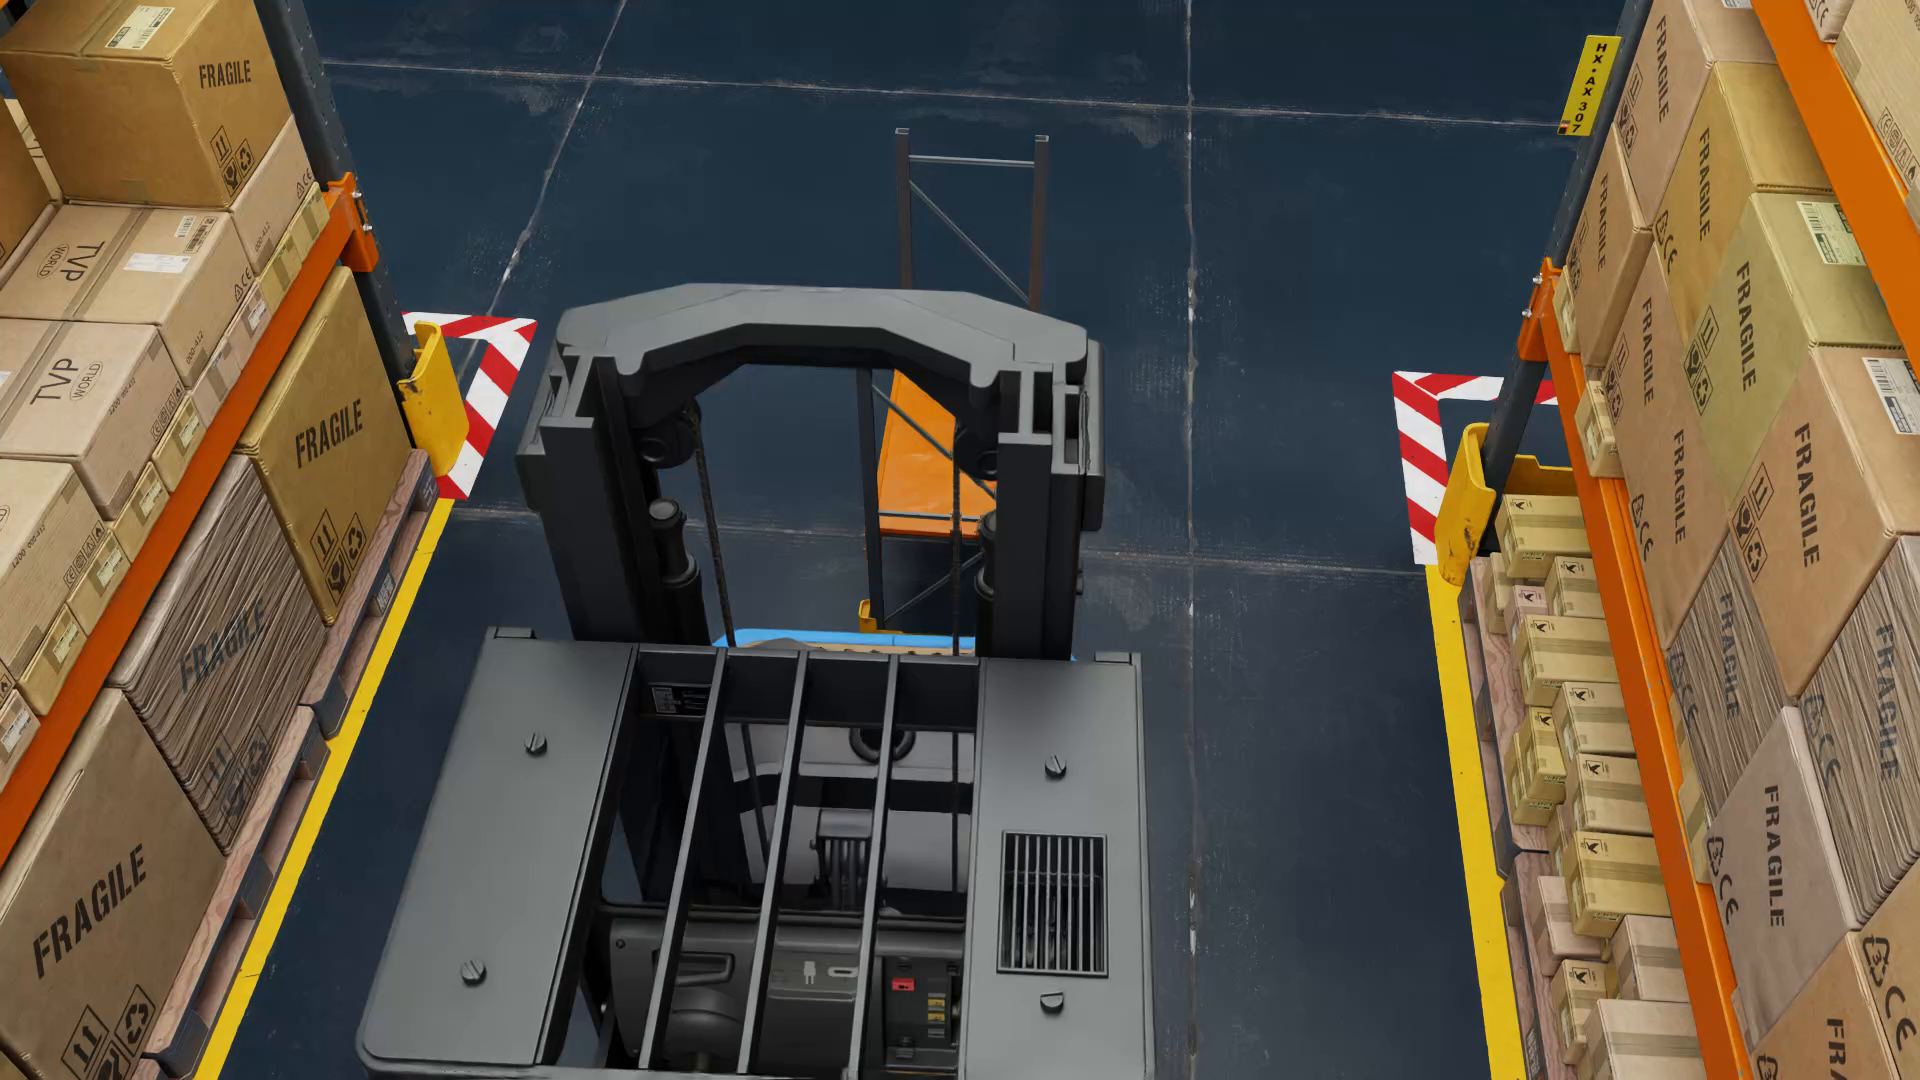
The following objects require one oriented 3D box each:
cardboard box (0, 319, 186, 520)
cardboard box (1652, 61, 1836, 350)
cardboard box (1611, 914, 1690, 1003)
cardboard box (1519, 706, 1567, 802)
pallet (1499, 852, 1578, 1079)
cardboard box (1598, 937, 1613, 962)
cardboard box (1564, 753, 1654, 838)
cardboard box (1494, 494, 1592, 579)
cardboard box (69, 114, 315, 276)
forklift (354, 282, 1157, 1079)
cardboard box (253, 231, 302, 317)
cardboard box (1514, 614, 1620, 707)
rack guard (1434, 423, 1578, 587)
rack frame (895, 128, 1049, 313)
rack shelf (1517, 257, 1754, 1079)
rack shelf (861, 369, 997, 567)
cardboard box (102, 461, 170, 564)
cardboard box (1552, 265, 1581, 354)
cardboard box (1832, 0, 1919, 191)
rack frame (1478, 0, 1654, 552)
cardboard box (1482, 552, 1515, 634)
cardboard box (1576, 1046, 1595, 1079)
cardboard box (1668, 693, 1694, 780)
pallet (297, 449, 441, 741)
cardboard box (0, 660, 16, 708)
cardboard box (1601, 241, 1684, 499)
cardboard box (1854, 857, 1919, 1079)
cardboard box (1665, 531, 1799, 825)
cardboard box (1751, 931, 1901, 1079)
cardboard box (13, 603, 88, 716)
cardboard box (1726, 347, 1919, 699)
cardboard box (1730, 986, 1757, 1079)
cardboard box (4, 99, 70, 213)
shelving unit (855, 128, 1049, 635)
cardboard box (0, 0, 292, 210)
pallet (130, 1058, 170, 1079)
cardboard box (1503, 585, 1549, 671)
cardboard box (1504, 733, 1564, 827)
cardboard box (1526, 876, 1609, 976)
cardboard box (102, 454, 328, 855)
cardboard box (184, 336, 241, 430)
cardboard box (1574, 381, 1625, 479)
[{"bbox_3d":[-2.431,-0.326,4.416,0.500,0.250,0.500,2,48,2],"label":"cardboard box"},{"bbox_3d":[2.027,-0.778,3.981,0.500,0.500,0.500,5,48,5],"label":"cardboard box"},{"bbox_3d":[1.958,1.152,4.408,0.380,0.149,0.250,4,48,4],"label":"cardboard box"},{"bbox_3d":[1.921,0.663,5.057,0.380,0.149,0.250,5,48,5],"label":"cardboard box"},{"bbox_3d":[2.142,1.496,4.738,1.003,0.211,1.213,4,48,4],"label":"pallet"},{"bbox_3d":[2.008,1.066,4.688,0.380,0.149,0.250,6,48,6],"label":"cardboard box"},{"bbox_3d":[1.955,0.771,4.756,0.380,0.149,0.250,6,48,5],"label":"cardboard box"},{"bbox_3d":[1.985,-0.007,5.468,0.380,0.149,0.250,2,48,2],"label":"cardboard box"},{"bbox_3d":[-2.338,-1.073,5.099,0.500,0.250,0.500,3,48,3],"label":"cardboard box"},{"bbox_3d":[-0.258,1.081,3.275,1.130,2.935,3.031,2,48,2],"label":"forklift"},{"bbox_3d":[-2.285,-0.837,5.153,0.380,0.149,0.250,4,48,4],"label":"cardboard box"},{"bbox_3d":[1.930,0.380,5.114,0.380,0.149,0.250,4,48,3],"label":"cardboard box"},{"bbox_3d":[2.365,-0.090,5.993,1.175,0.500,0.348,4,48,4],"label":"rack guard"},{"bbox_3d":[0.039,-0.817,5.981,0.500,1.500,0.032,4,48,4],"label":"rack frame"},{"bbox_3d":[2.189,0.723,4.043,1.077,0.370,4.000,4,48,4],"label":"rack shelf"},{"bbox_3d":[-0.008,-0.322,5.772,0.538,0.185,1.000,4,48,4],"label":"rack shelf"},{"bbox_3d":[-2.378,-0.087,4.467,0.380,0.149,0.250,4,48,4],"label":"cardboard box"},{"bbox_3d":[2.016,-0.688,5.017,0.380,0.149,0.250,4,48,3],"label":"cardboard box"},{"bbox_3d":[1.990,-0.872,3.084,0.500,0.250,0.500,2,48,2],"label":"cardboard box"},{"bbox_3d":[2.371,-0.989,5.122,1.000,3.000,0.127,4,48,4],"label":"rack frame"},{"bbox_3d":[2.005,0.195,5.687,0.380,0.149,0.250,5,48,4],"label":"cardboard box"},{"bbox_3d":[1.888,1.512,4.482,0.380,0.149,0.250,5,48,4],"label":"cardboard box"},{"bbox_3d":[1.924,0.461,3.966,0.380,0.149,0.250,5,48,5],"label":"cardboard box"},{"bbox_3d":[-2.554,0.137,5.982,1.003,0.211,1.213,4,48,4],"label":"pallet"},{"bbox_3d":[-2.528,0.419,3.734,0.500,0.250,0.500,5,48,4],"label":"cardboard box"},{"bbox_3d":[2.032,-0.417,4.329,0.500,0.500,0.500,4,48,4],"label":"cardboard box"},{"bbox_3d":[1.822,0.735,2.598,0.500,0.500,0.500,3,48,2],"label":"cardboard box"},{"bbox_3d":[1.934,0.317,3.658,0.500,0.500,0.500,3,48,3],"label":"cardboard box"},{"bbox_3d":[1.818,1.060,2.978,0.500,0.500,0.500,3,48,2],"label":"cardboard box"},{"bbox_3d":[-2.424,0.287,4.125,0.380,0.149,0.250,3,48,2],"label":"cardboard box"},{"bbox_3d":[1.914,-0.022,3.291,0.500,0.500,0.500,3,48,2],"label":"cardboard box"},{"bbox_3d":[1.842,1.031,3.445,0.380,0.149,0.250,2,48,2],"label":"cardboard box"},{"bbox_3d":[-2.871,-1.112,5.135,0.500,0.250,0.500,3,48,2],"label":"cardboard box"},{"bbox_3d":[-0.007,-0.450,5.645,0.587,1.500,1.083,4,48,4],"label":"shelving unit"},{"bbox_3d":[-2.341,-1.324,4.820,0.500,0.500,0.500,4,48,4],"label":"cardboard box"},{"bbox_3d":[-2.776,1.930,4.342,1.003,0.211,1.213,4,48,4],"label":"pallet"},{"bbox_3d":[1.987,0.296,5.392,0.380,0.149,0.250,4,48,3],"label":"cardboard box"},{"bbox_3d":[1.914,0.756,5.173,0.380,0.149,0.250,4,48,4],"label":"cardboard box"},{"bbox_3d":[1.877,1.127,4.834,0.380,0.149,0.250,2,48,2],"label":"cardboard box"},{"bbox_3d":[-2.620,0.323,5.077,0.875,0.875,0.875,4,48,4],"label":"cardboard box"},{"bbox_3d":[-2.333,-0.469,4.816,0.380,0.149,0.250,5,48,4],"label":"cardboard box"},{"bbox_3d":[1.956,-0.305,4.666,0.380,0.149,0.250,3,48,2],"label":"cardboard box"}]
